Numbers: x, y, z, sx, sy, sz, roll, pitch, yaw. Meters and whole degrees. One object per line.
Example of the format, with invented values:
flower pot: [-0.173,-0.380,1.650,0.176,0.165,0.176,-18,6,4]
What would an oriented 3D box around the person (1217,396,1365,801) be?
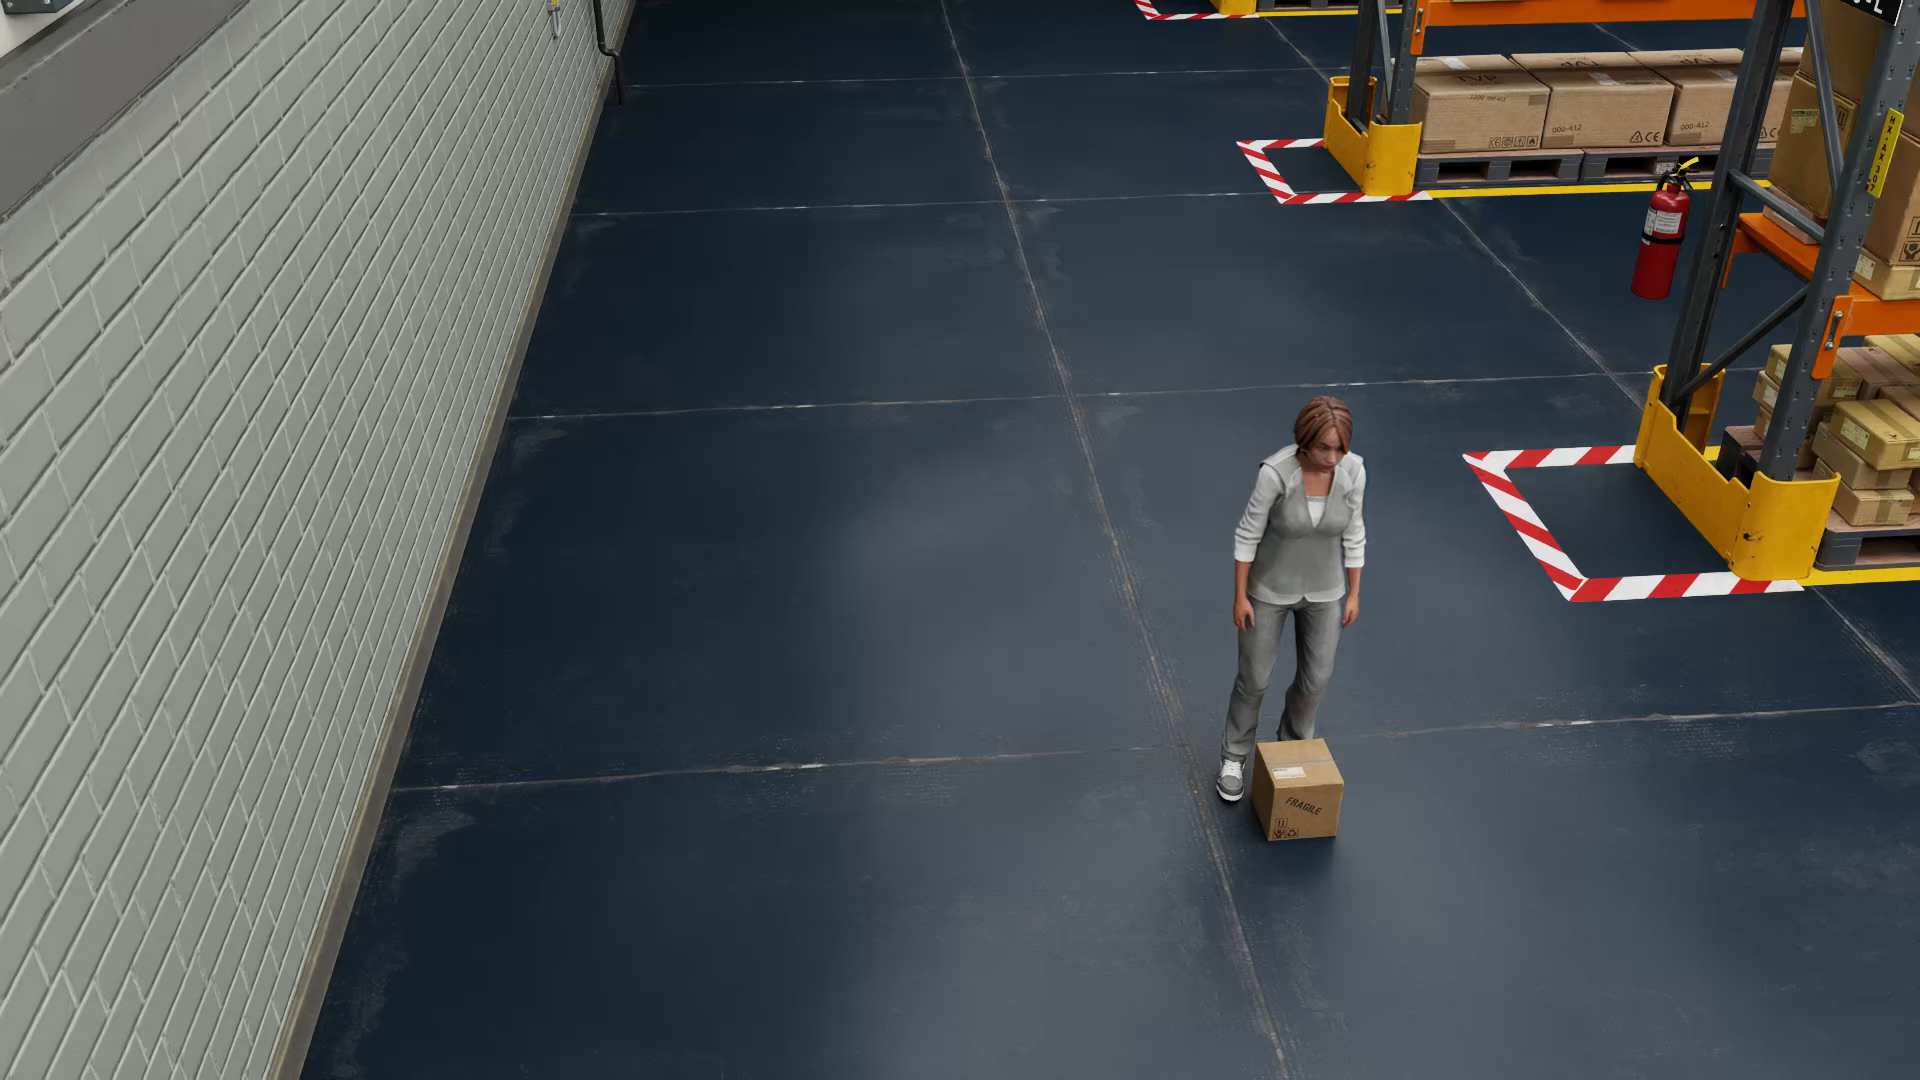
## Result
person: [1.173,0.204,5.813,0.461,1.593,0.364,-3,32,-4]
